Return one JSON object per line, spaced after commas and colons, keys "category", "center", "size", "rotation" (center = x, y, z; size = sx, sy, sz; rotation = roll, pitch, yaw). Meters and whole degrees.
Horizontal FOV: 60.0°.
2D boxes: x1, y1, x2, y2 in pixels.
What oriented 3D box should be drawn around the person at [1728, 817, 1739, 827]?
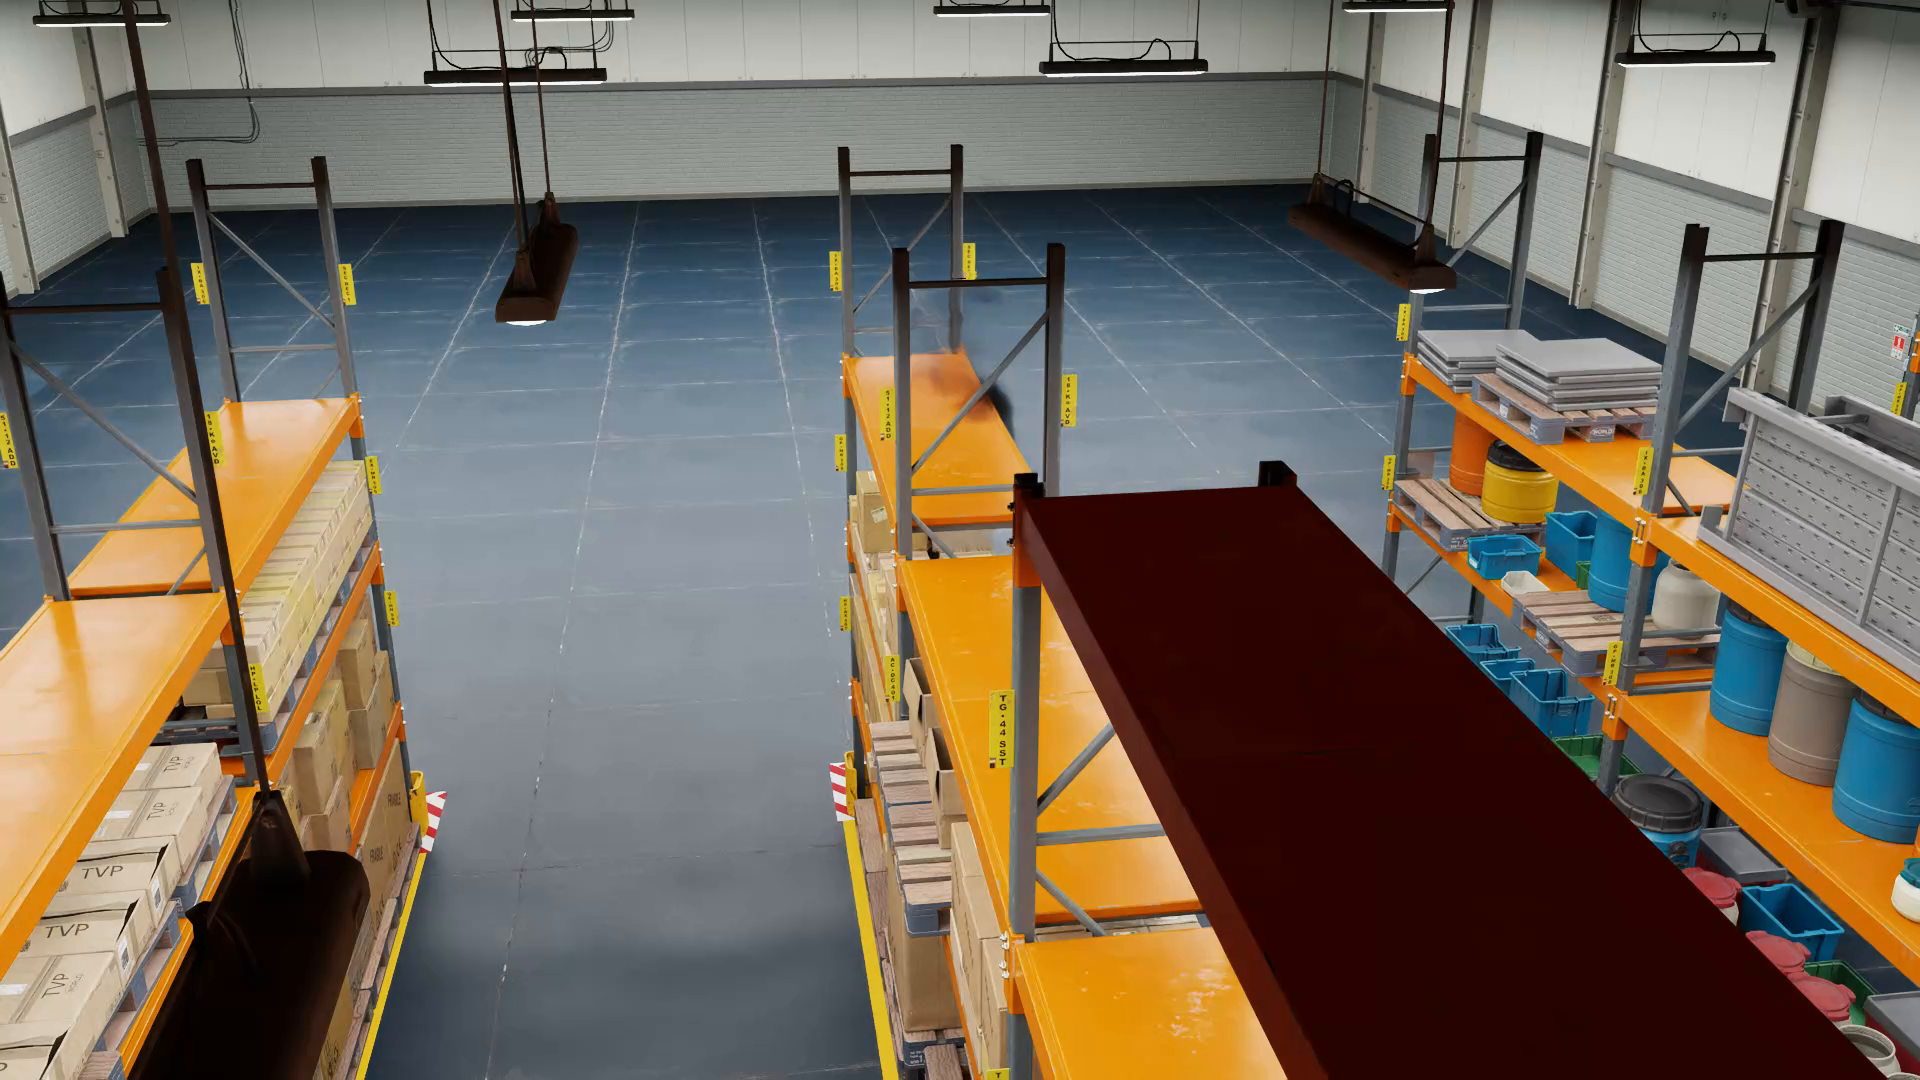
{"category": "person", "center": [6.613, 2.176, 13.797], "size": [0.617, 1.814, 0.931], "rotation": [-9, 23, -22]}
